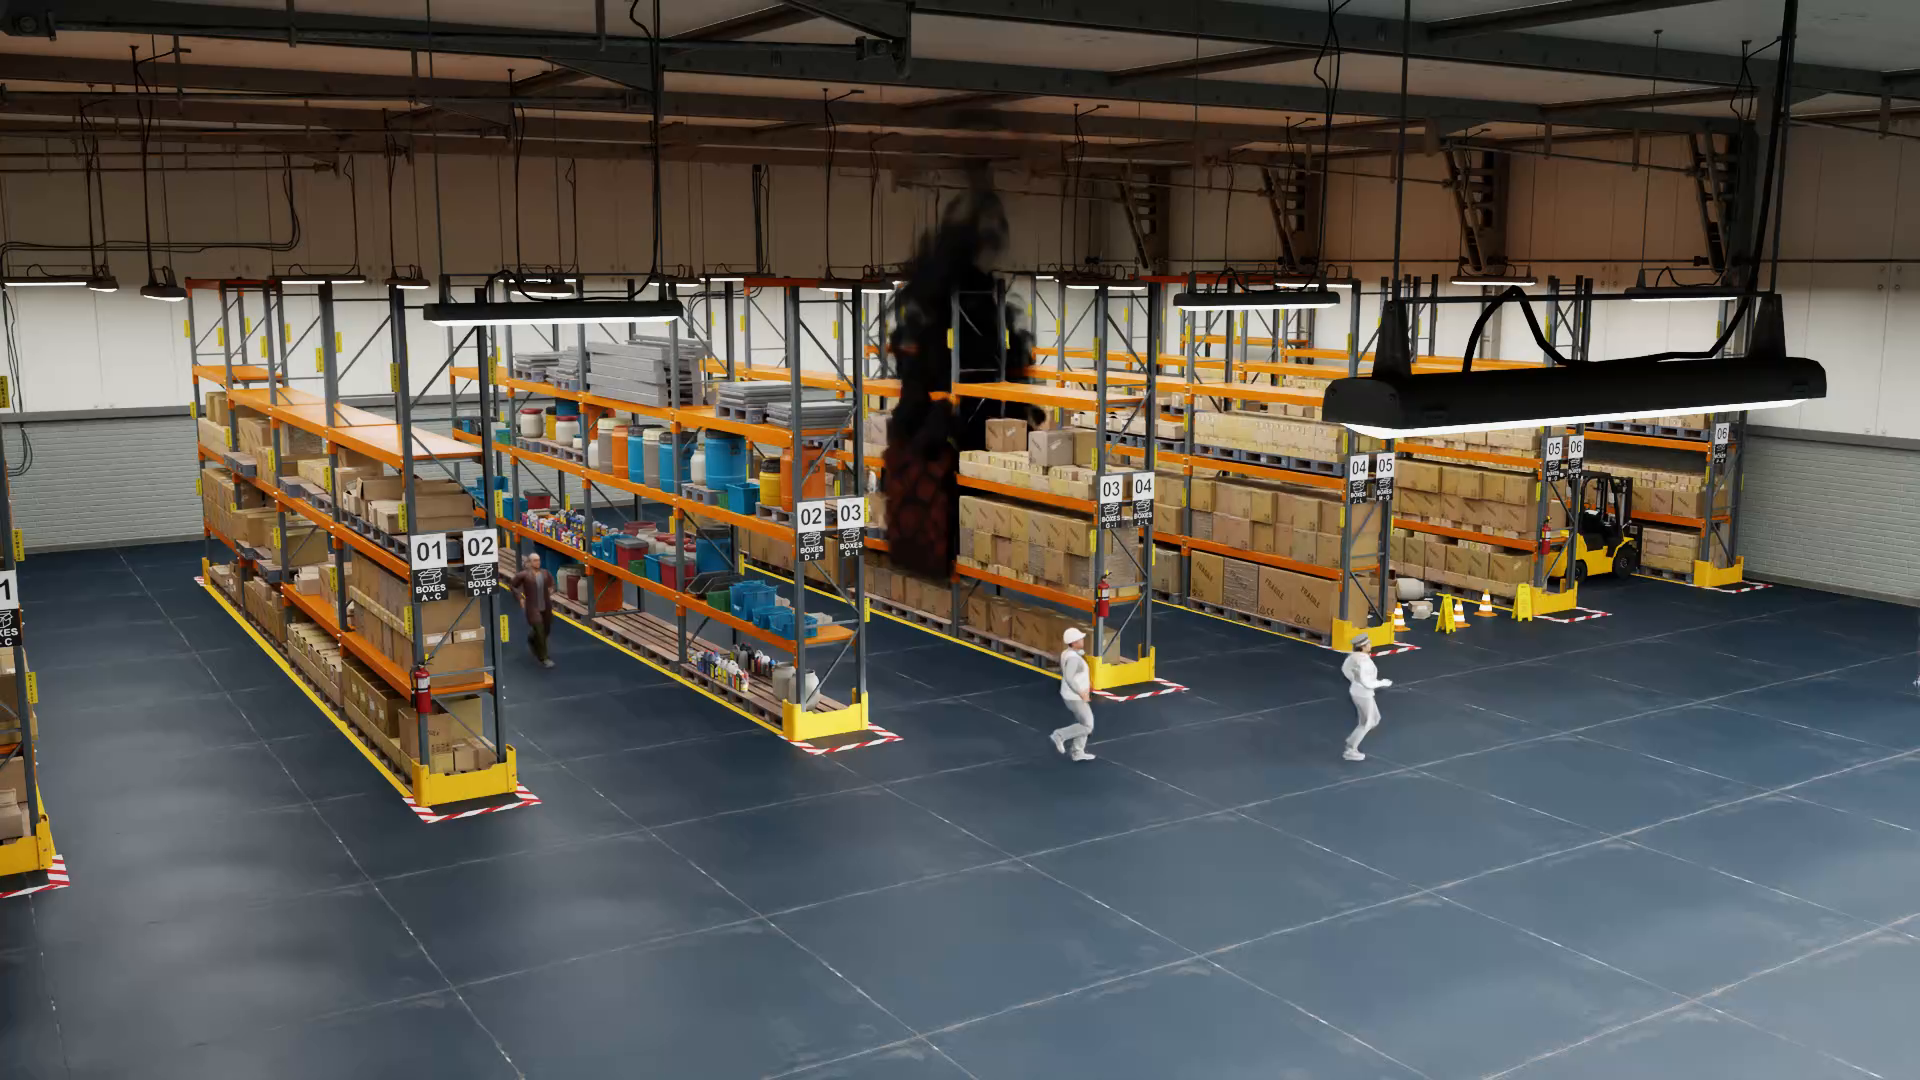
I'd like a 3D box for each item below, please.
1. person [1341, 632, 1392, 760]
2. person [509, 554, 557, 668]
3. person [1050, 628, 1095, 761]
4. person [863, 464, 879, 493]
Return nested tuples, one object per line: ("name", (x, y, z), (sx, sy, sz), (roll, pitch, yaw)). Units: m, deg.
("person", (5.183, 1.980, 21.178), (0.570, 1.662, 0.600), (0, 10, 1))
("person", (-6.660, 1.081, 26.168), (0.715, 1.754, 1.021), (-9, 13, -41))
("person", (1.430, 1.969, 21.121), (0.597, 1.728, 0.671), (-1, 10, -6))
("person", (-2.128, -0.934, 38.211), (0.697, 1.803, 0.897), (-5, 11, -29))
